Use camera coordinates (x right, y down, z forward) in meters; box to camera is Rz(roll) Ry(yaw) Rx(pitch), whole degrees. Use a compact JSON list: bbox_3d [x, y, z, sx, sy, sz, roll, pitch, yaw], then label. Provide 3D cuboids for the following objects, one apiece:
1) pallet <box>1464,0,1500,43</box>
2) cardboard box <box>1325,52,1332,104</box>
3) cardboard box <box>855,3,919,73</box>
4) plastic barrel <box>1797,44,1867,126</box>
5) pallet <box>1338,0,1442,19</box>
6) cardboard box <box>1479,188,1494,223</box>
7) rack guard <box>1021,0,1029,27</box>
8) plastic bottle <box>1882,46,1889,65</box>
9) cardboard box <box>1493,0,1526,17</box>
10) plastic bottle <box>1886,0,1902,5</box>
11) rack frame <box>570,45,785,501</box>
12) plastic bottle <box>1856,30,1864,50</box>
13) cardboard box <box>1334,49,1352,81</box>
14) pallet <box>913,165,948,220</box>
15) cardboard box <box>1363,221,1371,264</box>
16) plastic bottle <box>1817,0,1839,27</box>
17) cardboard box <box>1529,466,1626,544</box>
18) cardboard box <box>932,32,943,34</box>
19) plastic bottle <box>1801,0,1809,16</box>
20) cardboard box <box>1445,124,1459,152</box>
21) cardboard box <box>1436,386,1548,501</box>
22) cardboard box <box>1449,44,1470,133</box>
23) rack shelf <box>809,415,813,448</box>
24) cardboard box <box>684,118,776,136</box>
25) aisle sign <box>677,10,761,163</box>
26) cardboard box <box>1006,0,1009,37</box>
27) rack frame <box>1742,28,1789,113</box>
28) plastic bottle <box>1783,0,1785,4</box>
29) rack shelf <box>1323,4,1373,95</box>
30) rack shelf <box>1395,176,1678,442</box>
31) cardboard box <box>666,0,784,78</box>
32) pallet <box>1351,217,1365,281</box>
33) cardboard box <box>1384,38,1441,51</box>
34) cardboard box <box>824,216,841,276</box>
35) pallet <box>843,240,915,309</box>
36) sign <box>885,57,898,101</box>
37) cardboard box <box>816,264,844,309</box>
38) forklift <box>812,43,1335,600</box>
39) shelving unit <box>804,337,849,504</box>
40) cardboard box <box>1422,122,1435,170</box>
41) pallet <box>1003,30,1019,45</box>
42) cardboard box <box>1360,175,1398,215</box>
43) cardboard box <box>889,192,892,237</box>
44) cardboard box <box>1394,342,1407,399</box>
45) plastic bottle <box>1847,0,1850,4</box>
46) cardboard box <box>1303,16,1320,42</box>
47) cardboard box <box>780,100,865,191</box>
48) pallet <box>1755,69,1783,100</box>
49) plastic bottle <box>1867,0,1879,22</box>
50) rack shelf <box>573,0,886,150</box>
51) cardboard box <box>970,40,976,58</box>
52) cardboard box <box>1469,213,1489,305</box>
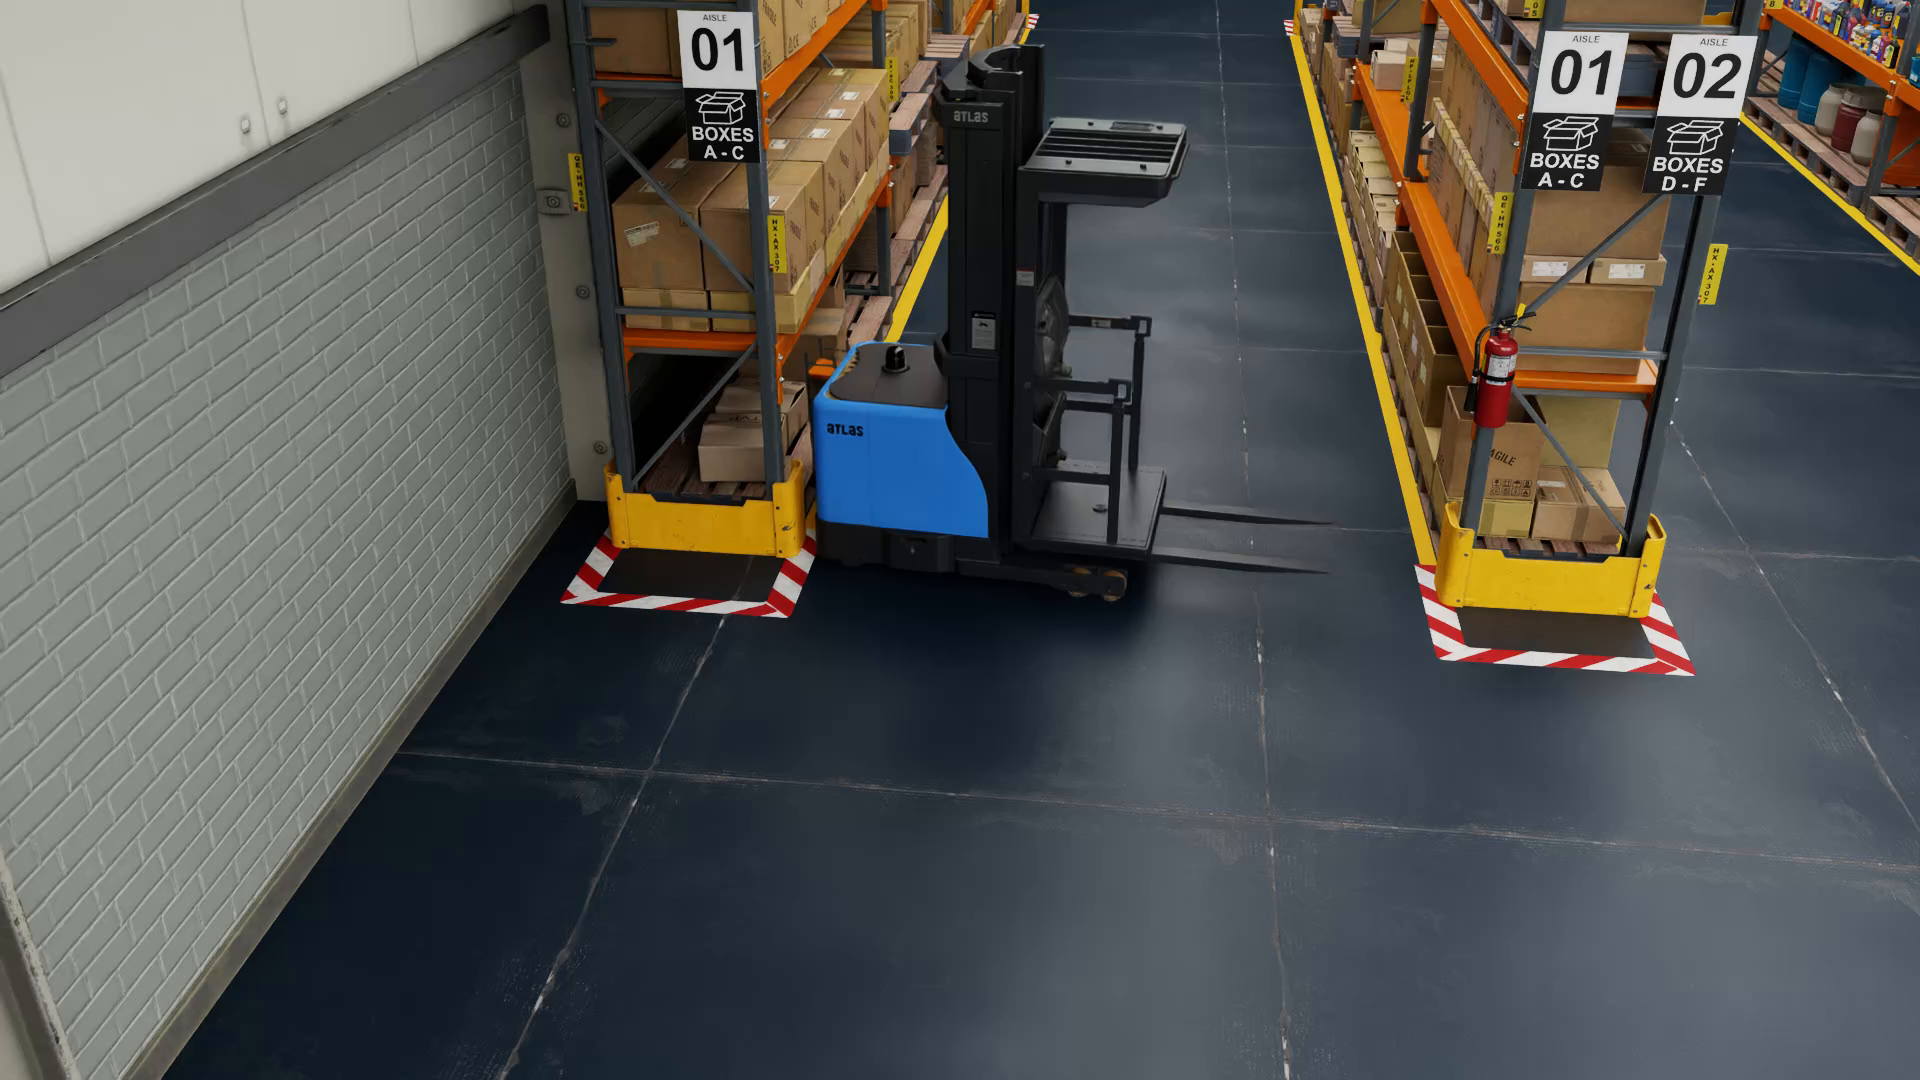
[{"bbox_3d":[3.621,-3.191,9.940,1.003,0.211,1.213,3,28,6],"label":"pallet"},{"bbox_3d":[4.476,-5.278,19.056,0.500,0.500,0.500,4,29,7],"label":"cardboard box"},{"bbox_3d":[-0.753,-4.482,14.837,0.700,0.500,0.500,3,28,6],"label":"cardboard box"},{"bbox_3d":[9.577,-5.033,18.200,0.600,0.901,0.708,3,28,6],"label":"plastic barrel"},{"bbox_3d":[4.576,-5.599,17.682,1.003,0.211,1.213,3,28,6],"label":"pallet"},{"bbox_3d":[3.346,-2.008,10.025,0.380,0.149,0.250,4,29,8],"label":"cardboard box"},{"bbox_3d":[0.408,-7.730,24.071,1.175,0.500,0.348,3,28,6],"label":"rack guard"},{"bbox_3d":[8.916,-4.659,15.944,0.097,0.201,0.097,0,28,0],"label":"plastic bottle"},{"bbox_3d":[3.241,-3.060,9.173,0.500,0.250,0.500,3,28,6],"label":"cardboard box"},{"bbox_3d":[9.897,-5.629,17.667,0.152,0.276,0.135,3,28,6],"label":"plastic bottle"},{"bbox_3d":[-1.555,-1.288,9.478,1.000,3.000,0.127,3,28,6],"label":"rack frame"},{"bbox_3d":[9.004,-4.997,16.571,0.097,0.201,0.097,0,28,0],"label":"plastic bottle"},{"bbox_3d":[4.347,-5.153,18.034,0.500,0.250,0.500,3,28,5],"label":"cardboard box"},{"bbox_3d":[-0.672,-3.458,16.446,1.003,0.211,1.213,3,28,6],"label":"pallet"},{"bbox_3d":[3.741,-2.550,14.277,0.500,0.250,0.500,4,29,7],"label":"cardboard box"},{"bbox_3d":[9.171,-5.565,17.548,0.152,0.276,0.135,3,28,6],"label":"plastic bottle"},{"bbox_3d":[3.648,-0.216,9.944,0.500,0.250,0.500,3,28,6],"label":"cardboard box"},{"bbox_3d":[-0.305,-5.093,16.785,0.380,0.149,0.250,3,28,5],"label":"cardboard box"},{"bbox_3d":[9.215,-5.806,18.075,0.097,0.201,0.097,0,28,0],"label":"plastic bottle"},{"bbox_3d":[3.535,-2.736,11.376,0.380,0.149,0.250,3,28,6],"label":"cardboard box"},{"bbox_3d":[3.132,-0.576,9.822,0.500,0.500,0.500,3,28,6],"label":"cardboard box"},{"bbox_3d":[3.743,-3.053,11.280,0.700,0.500,0.500,3,28,6],"label":"cardboard box"},{"bbox_3d":[-0.807,-0.727,10.504,0.215,0.259,0.240,7,31,15],"label":"rack shelf"},{"bbox_3d":[-1.516,-2.512,11.097,0.500,0.500,0.500,4,29,7],"label":"cardboard box"},{"bbox_3d":[-1.266,-2.381,8.766,0.394,0.787,0.004,3,28,6],"label":"aisle sign"},{"bbox_3d":[0.296,-7.096,22.452,0.700,0.500,0.500,2,28,5],"label":"cardboard box"},{"bbox_3d":[9.748,-6.361,18.894,1.000,3.000,0.127,3,28,6],"label":"rack frame"},{"bbox_3d":[9.279,-6.162,18.647,0.061,0.283,0.133,3,28,6],"label":"plastic bottle"},{"bbox_3d":[4.587,-5.392,17.855,1.077,0.370,4.000,3,28,6],"label":"rack shelf"},{"bbox_3d":[3.607,-1.626,10.865,1.077,0.370,4.000,3,28,6],"label":"rack shelf"},{"bbox_3d":[-1.266,-2.804,9.003,0.500,0.500,0.500,4,29,8],"label":"cardboard box"},{"bbox_3d":[4.050,-2.582,14.820,1.003,0.211,1.213,3,28,6],"label":"pallet"},{"bbox_3d":[4.254,-4.560,15.645,0.500,0.311,0.500,5,29,9],"label":"cardboard box"},{"bbox_3d":[-1.063,-1.927,10.800,0.500,0.250,0.500,3,28,5],"label":"cardboard box"},{"bbox_3d":[-0.971,-2.310,14.315,1.003,0.211,1.213,3,28,6],"label":"pallet"},{"bbox_3d":[-0.526,-3.524,12.716,0.100,0.325,0.005,3,28,6],"label":"sign"},{"bbox_3d":[-1.153,-1.773,12.550,0.500,0.500,0.500,1,28,2],"label":"cardboard box"},{"bbox_3d":[0.709,-1.219,9.422,3.031,2.935,1.130,6,29,11],"label":"forklift"},{"bbox_3d":[-0.808,-0.736,10.498,0.215,1.050,0.252,7,31,15],"label":"shelving unit"},{"bbox_3d":[3.869,-3.053,12.912,0.500,0.250,0.500,5,29,9],"label":"cardboard box"},{"bbox_3d":[0.233,-6.638,22.349,1.003,0.211,1.213,3,28,6],"label":"pallet"},{"bbox_3d":[3.803,-3.030,14.576,0.500,0.311,0.500,3,28,6],"label":"cardboard box"},{"bbox_3d":[-0.978,-2.858,14.563,0.700,0.500,0.500,3,28,5],"label":"cardboard box"},{"bbox_3d":[3.361,-1.188,11.749,0.500,0.250,0.500,3,28,6],"label":"cardboard box"},{"bbox_3d":[9.894,-6.067,18.559,0.097,0.201,0.097,0,28,0],"label":"plastic bottle"},{"bbox_3d":[4.851,-6.806,22.156,0.500,0.250,0.500,3,28,6],"label":"cardboard box"},{"bbox_3d":[-0.944,-2.731,11.504,0.500,0.500,0.500,3,28,5],"label":"cardboard box"},{"bbox_3d":[9.799,-5.481,20.202,1.003,0.211,1.213,3,28,6],"label":"pallet"},{"bbox_3d":[9.787,-5.689,17.783,0.097,0.271,0.097,0,28,0],"label":"plastic bottle"},{"bbox_3d":[-1.310,-3.233,10.685,1.077,0.370,4.000,3,28,6],"label":"rack shelf"},{"bbox_3d":[-0.241,-5.043,18.271,0.750,0.750,0.750,3,28,6],"label":"cardboard box"},{"bbox_3d":[3.558,-1.746,10.222,0.700,0.500,0.500,4,29,7],"label":"cardboard box"}]
